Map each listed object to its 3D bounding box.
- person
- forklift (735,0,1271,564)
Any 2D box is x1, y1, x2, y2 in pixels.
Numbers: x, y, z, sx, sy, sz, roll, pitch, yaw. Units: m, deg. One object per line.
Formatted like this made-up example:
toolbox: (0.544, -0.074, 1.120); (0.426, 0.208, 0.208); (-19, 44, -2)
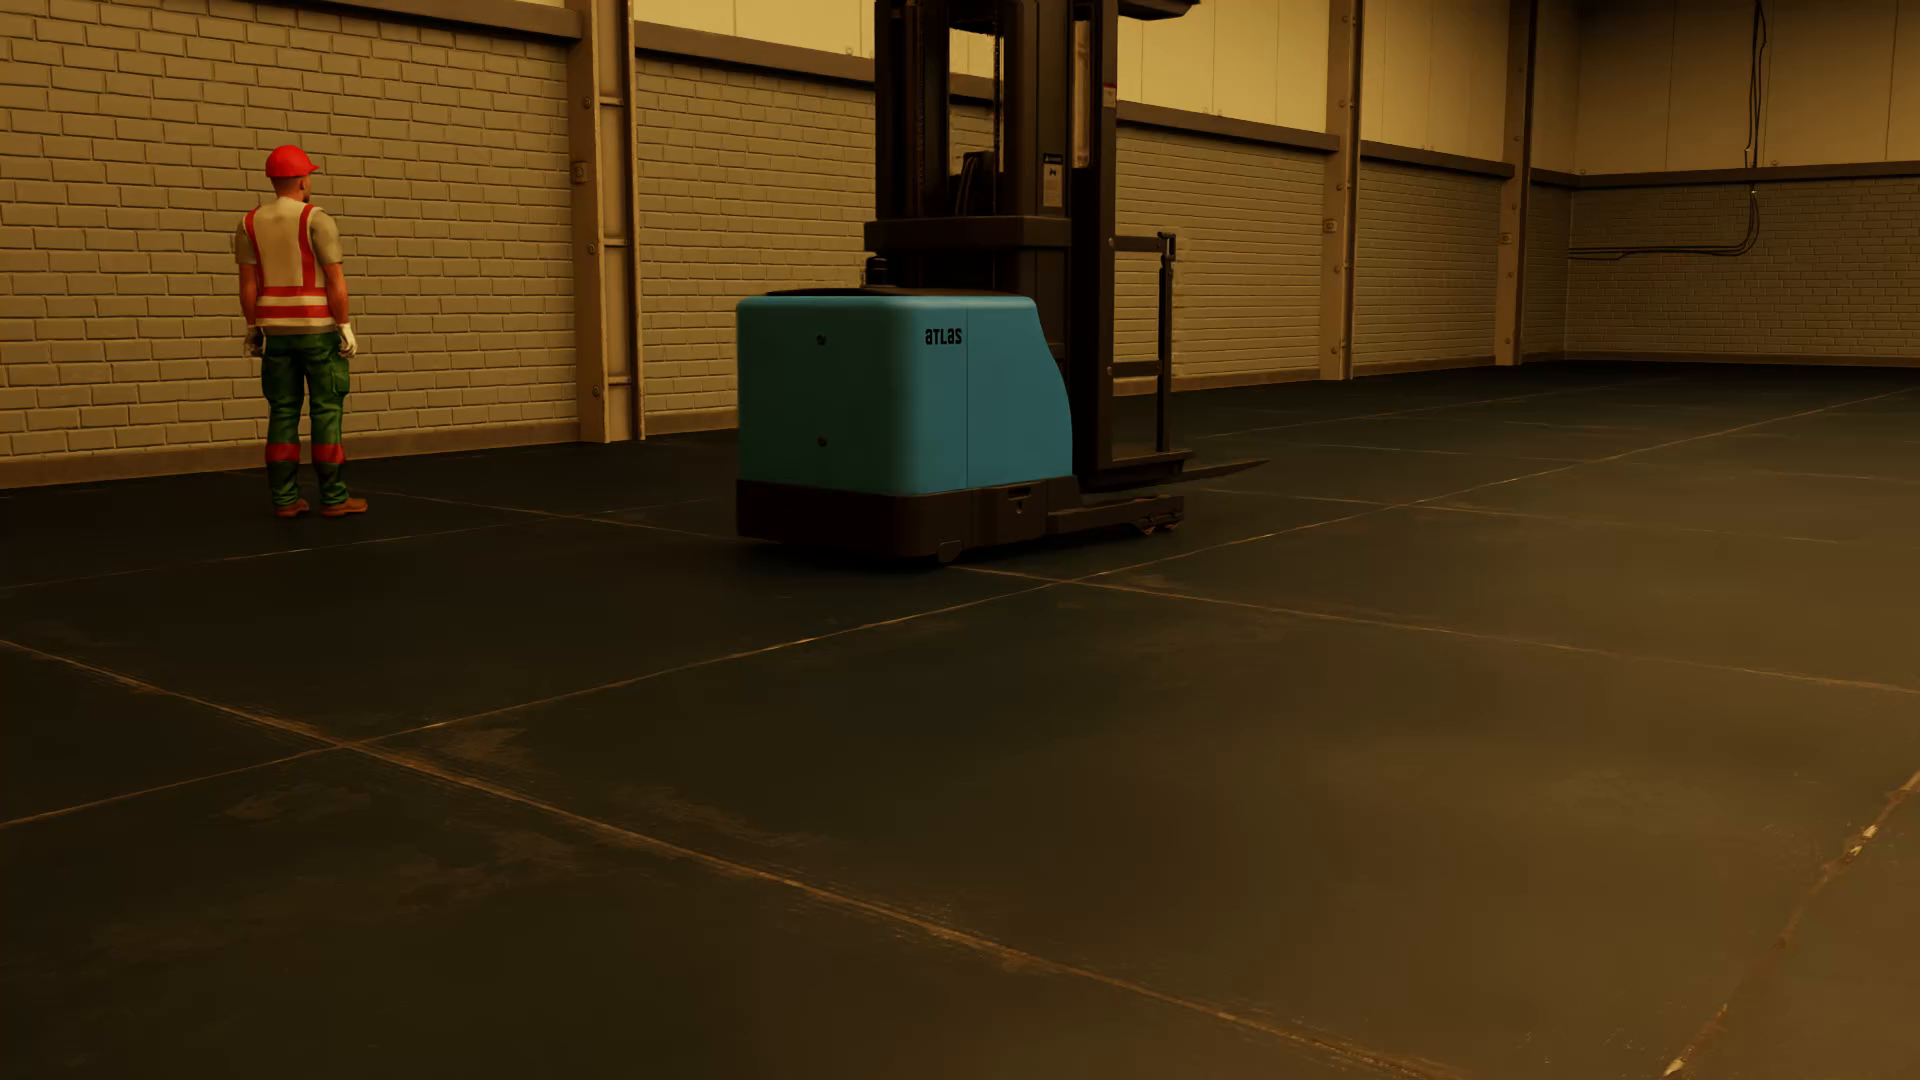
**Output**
person: (-3.219, -1.013, 8.143); (0.566, 1.795, 0.357); (1, 8, 5)
forklift: (0.394, -1.520, 7.667); (1.130, 2.935, 3.031); (7, 11, 40)
